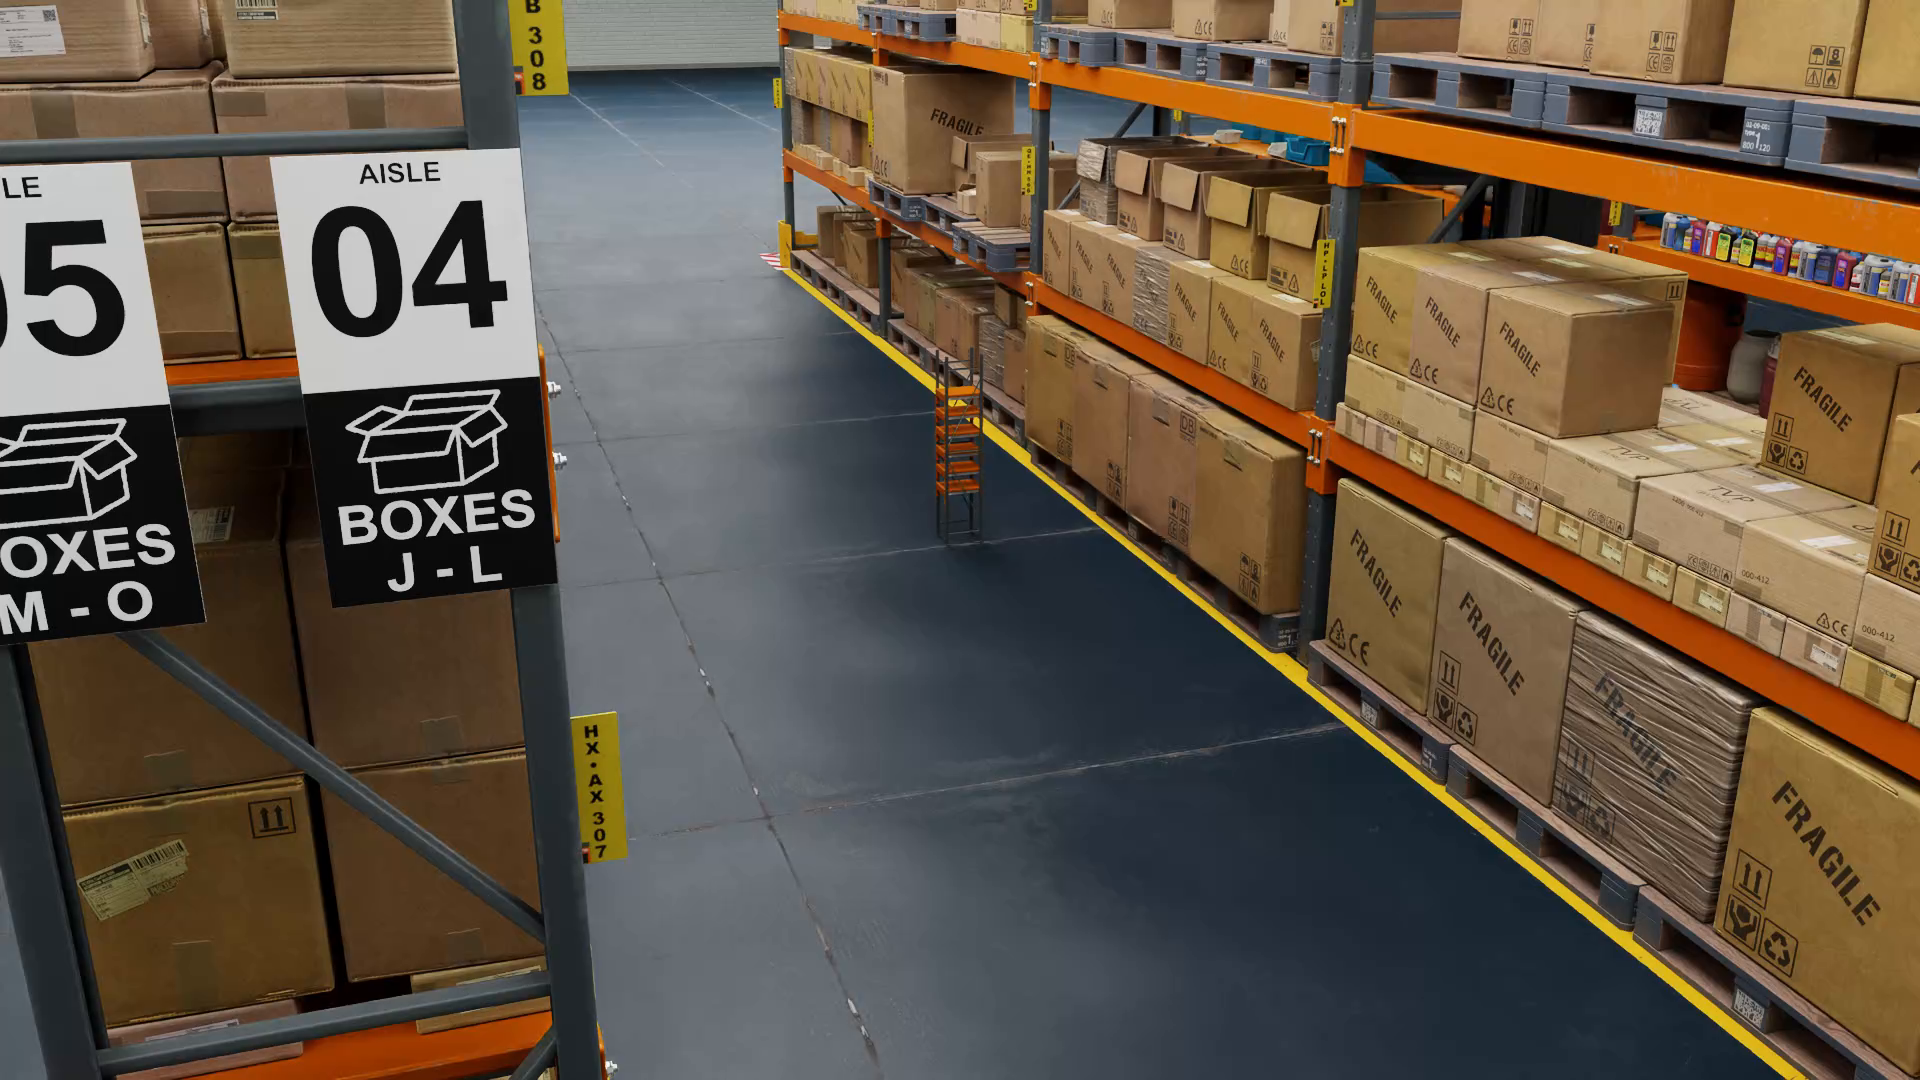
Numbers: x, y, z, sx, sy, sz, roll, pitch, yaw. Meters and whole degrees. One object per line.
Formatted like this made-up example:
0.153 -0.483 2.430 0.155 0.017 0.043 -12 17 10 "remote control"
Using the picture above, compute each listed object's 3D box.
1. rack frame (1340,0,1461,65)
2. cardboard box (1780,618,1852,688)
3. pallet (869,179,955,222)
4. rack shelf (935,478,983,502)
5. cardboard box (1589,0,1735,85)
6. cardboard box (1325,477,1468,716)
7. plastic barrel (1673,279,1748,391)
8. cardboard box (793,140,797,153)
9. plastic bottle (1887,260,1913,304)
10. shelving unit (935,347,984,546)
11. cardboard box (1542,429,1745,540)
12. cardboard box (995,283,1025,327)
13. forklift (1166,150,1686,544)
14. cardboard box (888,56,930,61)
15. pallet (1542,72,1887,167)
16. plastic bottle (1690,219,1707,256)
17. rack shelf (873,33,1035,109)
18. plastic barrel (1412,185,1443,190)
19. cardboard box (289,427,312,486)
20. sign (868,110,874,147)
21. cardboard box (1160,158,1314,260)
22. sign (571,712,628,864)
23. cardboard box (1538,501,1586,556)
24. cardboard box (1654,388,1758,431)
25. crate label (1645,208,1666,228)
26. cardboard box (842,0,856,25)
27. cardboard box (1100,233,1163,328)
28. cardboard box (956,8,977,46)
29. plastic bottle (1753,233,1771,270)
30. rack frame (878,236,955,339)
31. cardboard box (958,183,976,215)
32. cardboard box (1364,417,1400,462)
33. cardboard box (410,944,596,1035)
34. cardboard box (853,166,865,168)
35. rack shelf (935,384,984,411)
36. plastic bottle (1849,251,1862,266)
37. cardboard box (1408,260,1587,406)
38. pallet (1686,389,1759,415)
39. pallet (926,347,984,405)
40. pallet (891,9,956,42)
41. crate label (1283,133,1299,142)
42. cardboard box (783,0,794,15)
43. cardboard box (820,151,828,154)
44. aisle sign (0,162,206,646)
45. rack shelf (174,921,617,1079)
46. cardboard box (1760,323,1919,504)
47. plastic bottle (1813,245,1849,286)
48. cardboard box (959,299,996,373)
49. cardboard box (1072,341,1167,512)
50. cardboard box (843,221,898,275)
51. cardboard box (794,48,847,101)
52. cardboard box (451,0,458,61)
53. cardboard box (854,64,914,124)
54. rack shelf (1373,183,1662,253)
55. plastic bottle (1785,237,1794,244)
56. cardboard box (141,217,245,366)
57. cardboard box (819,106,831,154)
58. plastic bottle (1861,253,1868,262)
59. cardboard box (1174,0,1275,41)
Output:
2.244 -3.640 7.237 1.000 3.000 0.127 -6 21 -17 "rack frame"
2.915 0.342 5.398 0.380 0.149 0.250 -6 21 -17 "cardboard box"
-0.168 -3.032 14.705 1.003 0.211 1.213 -6 21 -17 "pallet"
-0.005 -0.302 10.323 0.258 0.103 0.180 -6 21 -17 "rack shelf"
2.742 -1.919 5.967 0.700 0.500 0.500 -5 20 -15 "cardboard box"
2.376 0.206 7.926 0.875 0.875 0.875 -6 21 -17 "cardboard box"
5.859 -1.647 13.154 0.600 0.830 0.708 -6 21 -17 "plastic barrel"
-1.664 -4.432 18.690 0.380 0.149 0.250 -6 21 -17 "cardboard box"
6.200 -1.698 10.891 0.152 0.276 0.135 -6 21 -17 "plastic bottle"
-0.005 -0.569 10.227 0.258 1.200 0.189 -6 21 -17 "shelving unit"
2.611 -0.222 6.379 0.500 0.250 0.500 -6 21 -17 "cardboard box"
0.572 -1.864 13.107 0.500 0.250 0.500 -4 20 -11 "cardboard box"
2.742 -1.236 9.521 3.031 2.935 1.130 1 20 4 "forklift"
-0.486 -4.533 16.533 0.500 0.500 0.500 -6 21 -17 "cardboard box"
2.871 -1.532 5.937 1.003 0.211 1.213 -6 21 -17 "pallet"
5.578 -2.288 12.521 0.061 0.283 0.133 -6 21 -17 "plastic bottle"
0.358 -3.815 13.227 1.077 0.370 4.000 -6 21 -17 "rack shelf"
4.524 -3.643 15.921 0.433 0.535 0.433 0 20 0 "plastic barrel"
-1.293 -0.029 3.993 0.500 0.500 0.500 -6 21 -16 "cardboard box"
-0.783 -3.731 15.085 0.100 0.325 0.005 -6 21 -17 "sign"
1.621 -1.959 9.800 0.797 0.503 0.637 -6 21 -15 "cardboard box"
-0.724 0.497 3.315 0.100 0.325 0.005 -6 21 -17 "sign"
2.513 -0.068 6.539 0.380 0.149 0.250 -7 21 -19 "cardboard box"
2.958 -0.442 6.992 0.500 0.250 0.500 -6 21 -16 "cardboard box"
5.912 -2.722 13.806 0.303 0.233 0.416 -6 21 -17 "crate label"
-0.816 -5.012 15.717 0.500 0.250 0.500 -6 21 -16 "cardboard box"
1.210 -1.633 10.377 0.500 0.500 0.500 -7 21 -18 "cardboard box"
0.281 -3.887 12.584 0.500 0.250 0.500 -6 21 -16 "cardboard box"
5.788 -2.087 11.979 0.097 0.271 0.097 0 20 0 "plastic bottle"
-0.270 -3.383 15.399 1.000 3.000 0.127 -6 21 -17 "rack frame"
0.207 -2.741 13.187 0.396 0.266 0.258 -7 21 -19 "cardboard box"
2.104 -0.483 7.697 0.380 0.149 0.250 -7 21 -19 "cardboard box"
-1.029 0.941 3.730 0.380 0.149 0.250 -7 21 -18 "cardboard box"
-0.846 -3.633 16.467 0.380 0.149 0.250 -6 21 -17 "cardboard box"
-0.005 -0.866 10.120 0.258 0.103 0.180 -6 21 -17 "rack shelf"
6.080 -1.854 11.332 0.097 0.271 0.097 0 20 0 "plastic bottle"
2.300 -0.899 7.154 0.500 0.500 0.500 -6 21 -17 "cardboard box"
5.976 -1.065 13.070 1.003 0.211 1.213 -6 21 -17 "pallet"
0.363 -1.429 14.083 1.003 0.211 1.213 -6 21 -17 "pallet"
0.152 -4.165 13.415 1.213 0.211 1.003 -6 21 -17 "pallet"
4.010 -4.648 18.867 0.502 0.435 0.616 -6 21 -17 "crate label"
-1.621 -5.826 17.984 0.500 0.250 0.500 -6 21 -16 "cardboard box"
-1.265 -4.032 17.575 0.380 0.149 0.250 -6 21 -17 "cardboard box"
-1.501 -0.206 2.707 0.394 0.787 0.004 -6 21 -17 "aisle sign"
-1.867 0.659 5.209 1.077 0.370 4.000 -6 21 -17 "rack shelf"
3.281 -0.464 5.942 0.500 0.500 0.500 -7 21 -19 "cardboard box"
6.000 -1.933 11.433 0.144 0.351 0.185 -6 21 -17 "plastic bottle"
0.386 -1.701 13.762 0.700 0.500 0.500 -5 20 -13 "cardboard box"
1.457 -0.787 10.692 1.225 0.875 0.875 -6 21 -17 "cardboard box"
-0.948 -3.095 17.672 0.500 0.500 0.500 -4 20 -12 "cardboard box"
-1.463 -4.958 17.716 0.500 0.500 0.500 -6 21 -17 "cardboard box"
-1.188 -1.014 3.257 0.380 0.149 0.250 -6 20 -15 "cardboard box"
-0.673 -4.156 15.483 0.500 0.500 0.500 -6 21 -17 "cardboard box"
5.060 -2.929 15.199 1.077 0.370 4.000 -6 21 -17 "rack shelf"
6.343 -2.304 12.687 0.097 0.201 0.097 0 20 0 "plastic bottle"
-1.633 -0.497 3.147 0.500 0.250 0.500 -7 21 -18 "cardboard box"
-0.993 -4.362 17.535 0.875 0.500 0.500 -6 21 -17 "cardboard box"
6.502 -2.045 11.846 0.061 0.283 0.133 -6 21 -17 "plastic bottle"
1.649 -3.104 9.411 0.797 0.503 0.637 -7 21 -18 "cardboard box"
